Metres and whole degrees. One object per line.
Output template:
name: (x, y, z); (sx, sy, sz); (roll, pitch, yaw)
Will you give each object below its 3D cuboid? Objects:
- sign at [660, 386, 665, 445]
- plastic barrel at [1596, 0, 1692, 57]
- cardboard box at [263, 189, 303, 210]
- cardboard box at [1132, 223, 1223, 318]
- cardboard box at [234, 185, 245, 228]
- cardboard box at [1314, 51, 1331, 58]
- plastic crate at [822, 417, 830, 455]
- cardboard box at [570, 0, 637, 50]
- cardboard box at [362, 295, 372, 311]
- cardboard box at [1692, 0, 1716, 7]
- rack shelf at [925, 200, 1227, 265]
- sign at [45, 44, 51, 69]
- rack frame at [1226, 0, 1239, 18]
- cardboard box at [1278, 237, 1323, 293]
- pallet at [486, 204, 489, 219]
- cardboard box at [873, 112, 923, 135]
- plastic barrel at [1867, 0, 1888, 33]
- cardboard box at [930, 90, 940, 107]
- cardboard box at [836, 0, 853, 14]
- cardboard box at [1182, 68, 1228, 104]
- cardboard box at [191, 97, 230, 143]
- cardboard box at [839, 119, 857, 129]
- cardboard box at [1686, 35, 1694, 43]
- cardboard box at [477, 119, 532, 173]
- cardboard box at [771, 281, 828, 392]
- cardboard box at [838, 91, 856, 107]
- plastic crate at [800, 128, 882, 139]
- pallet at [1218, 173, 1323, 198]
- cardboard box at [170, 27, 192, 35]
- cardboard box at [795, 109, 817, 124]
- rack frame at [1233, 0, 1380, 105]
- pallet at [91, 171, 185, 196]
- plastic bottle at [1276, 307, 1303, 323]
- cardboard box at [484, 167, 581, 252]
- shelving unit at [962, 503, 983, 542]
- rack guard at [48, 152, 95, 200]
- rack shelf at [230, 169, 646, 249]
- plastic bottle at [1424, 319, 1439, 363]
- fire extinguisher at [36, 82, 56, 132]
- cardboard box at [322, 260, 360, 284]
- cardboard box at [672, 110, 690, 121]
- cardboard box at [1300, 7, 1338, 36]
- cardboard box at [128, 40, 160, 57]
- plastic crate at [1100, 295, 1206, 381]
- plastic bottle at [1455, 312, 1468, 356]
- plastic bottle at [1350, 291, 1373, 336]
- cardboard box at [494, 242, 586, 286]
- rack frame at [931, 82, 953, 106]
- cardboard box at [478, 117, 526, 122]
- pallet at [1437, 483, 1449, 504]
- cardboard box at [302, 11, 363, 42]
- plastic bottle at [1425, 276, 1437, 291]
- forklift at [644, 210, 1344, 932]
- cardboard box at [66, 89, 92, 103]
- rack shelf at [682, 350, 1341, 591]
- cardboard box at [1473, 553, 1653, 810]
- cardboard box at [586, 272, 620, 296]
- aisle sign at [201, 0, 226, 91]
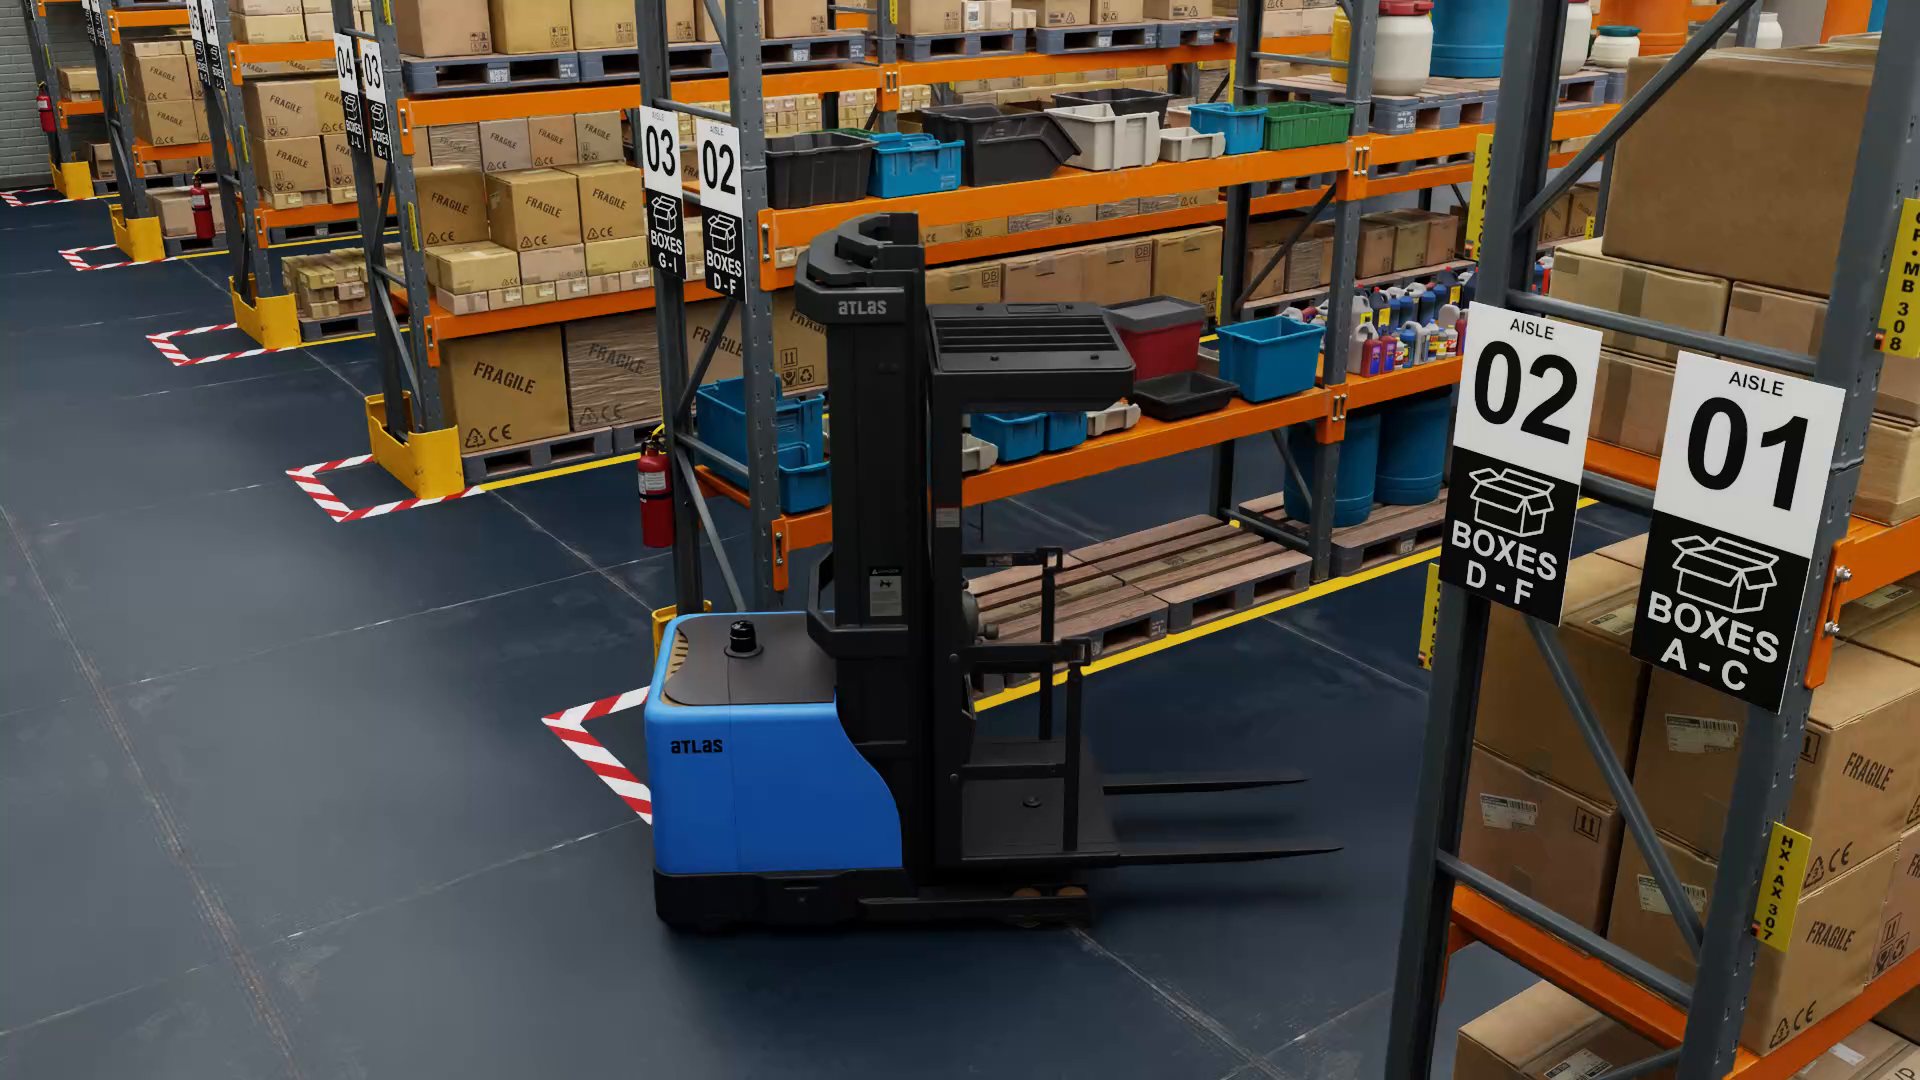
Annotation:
sign: (-1.543, -0.642, 8.738); (0.005, 0.325, 0.100); (-15, 26, -33)
plastic barrel: (4.823, -3.802, 11.683); (0.708, 0.830, 0.600); (-15, 26, -33)
cardboard box: (-6.461, -3.263, 15.866); (0.250, 0.149, 0.380); (-15, 26, -33)
cardboard box: (1.821, -2.691, 16.394); (0.875, 0.875, 1.225); (-16, 27, -35)
cardboard box: (-8.673, -4.255, 20.902); (0.875, 0.438, 0.875); (-14, 26, -31)
cardboard box: (4.822, -7.147, 23.601); (0.550, 0.550, 0.875); (-15, 26, -33)
plastic crate: (-0.652, -0.541, 8.979); (0.243, 0.136, 0.396); (-15, 26, -33)
cardboard box: (-2.792, -3.916, 12.280); (0.500, 0.500, 0.700); (-17, 27, -36)
cardboard box: (-5.941, -2.434, 16.728); (0.250, 0.149, 0.380); (-15, 26, -32)
cardboard box: (8.644, -6.500, 19.795); (0.500, 0.250, 0.500); (-14, 26, -32)
rack shelf: (0.769, -2.859, 15.485); (4.000, 0.370, 1.077); (-15, 26, -33)
sign: (-12.474, -6.607, 22.739); (0.005, 0.325, 0.100); (-15, 26, -33)
rack frame: (2.393, -6.413, 15.324); (0.127, 3.000, 1.000); (-15, 26, -33)
cardboard box: (3.368, -2.944, 17.507); (0.500, 0.500, 0.700); (-18, 28, -37)
pallet: (-6.059, -4.636, 22.730); (1.213, 0.211, 1.003); (-15, 26, -33)
cardboard box: (-0.340, -3.413, 14.415); (0.637, 0.503, 0.797); (-16, 27, -34)
plastic barrel: (7.185, -4.169, 13.074); (0.708, 0.901, 0.600); (-15, 26, -33)
cardboard box: (-0.213, -5.365, 20.659); (0.500, 0.500, 0.500); (-15, 26, -33)
cardboard box: (-1.543, -6.161, 18.606); (0.500, 0.500, 0.500); (-15, 26, -33)
cardboard box: (3.118, -6.159, 22.582); (0.550, 0.550, 0.875); (-15, 26, -33)
cardboard box: (-8.937, -5.058, 19.889); (0.500, 0.500, 0.500); (-15, 26, -34)
cardboard box: (-1.387, -4.753, 19.032); (0.250, 0.149, 0.380); (-16, 27, -35)
cardboard box: (8.585, -5.813, 20.032); (0.500, 0.500, 0.500); (-15, 26, -33)
cardboard box: (-4.723, -4.050, 16.962); (0.500, 0.500, 0.500); (-15, 26, -33)
cardboard box: (-1.437, -1.850, 14.285); (0.875, 0.875, 0.875); (-15, 26, -33)
cardboard box: (-1.383, -5.031, 18.927); (0.250, 0.149, 0.380); (-15, 26, -33)
plastic crate: (-0.575, -1.999, 8.596); (0.336, 0.188, 0.450); (-15, 26, -33)
pallet: (2.909, -3.723, 16.939); (1.003, 0.211, 1.213); (-15, 26, -33)
cardboard box: (-11.047, -7.127, 23.999); (0.500, 0.500, 0.500); (-14, 26, -32)
cardboard box: (-1.812, -4.777, 18.691); (0.250, 0.149, 0.380); (-16, 27, -34)
rack frame: (2.039, -4.057, 9.421); (0.127, 3.000, 1.000); (-15, 26, -33)
pallet: (-12.082, -5.262, 24.300); (1.213, 0.211, 1.003); (-15, 26, -33)
plastic bottle: (2.170, -1.395, 11.013); (0.135, 0.276, 0.152); (-15, 26, -33)
cardboard box: (-3.148, -2.442, 12.259); (0.500, 0.500, 0.500); (-16, 27, -34)
shelving unit: (0.012, -0.560, 11.182); (0.189, 1.200, 0.258); (-15, 26, -33)
rack guard: (-12.729, -5.224, 23.813); (0.348, 0.500, 1.175); (-15, 26, -33)
rack shelf: (-5.292, -3.507, 17.109); (4.000, 0.370, 1.077); (-15, 26, -33)
plastic bottle: (3.044, -1.292, 10.761); (0.097, 0.271, 0.097); (0, 22, 0)
fire extinguisher: (-12.640, -5.988, 22.964); (0.183, 0.674, 0.296); (-15, 26, -33)
cardboard box: (-6.138, -2.663, 16.500); (0.250, 0.149, 0.380); (-14, 26, -32)
cardboard box: (-3.080, -4.576, 17.786); (0.250, 0.149, 0.380); (-13, 25, -30)
cardboard box: (3.340, -5.086, 16.249); (0.500, 0.250, 0.500); (-14, 26, -32)
cardboard box: (-9.439, -5.682, 19.228); (0.250, 0.149, 0.380); (-14, 26, -32)
plastic crate: (1.167, -1.210, 10.214); (0.583, 0.464, 0.402); (-15, 26, -33)
plastic bottle: (3.306, -1.359, 10.913); (0.133, 0.283, 0.061); (-15, 26, -33)
plastic bottle: (2.678, -1.501, 11.178); (0.185, 0.351, 0.144); (-15, 26, -33)
cardboard box: (-3.136, -2.100, 12.413); (0.500, 0.250, 0.500); (-15, 26, -33)
rack frame: (-0.422, -5.140, 20.231); (0.127, 3.000, 1.000); (-15, 26, -33)
cardboard box: (-4.733, -4.520, 16.792); (0.500, 0.500, 0.500); (-14, 26, -31)
pallet: (3.680, -0.395, 12.102); (1.213, 0.211, 1.003); (-15, 26, -33)
cardboard box: (-5.972, -4.865, 15.696); (0.500, 0.250, 0.500); (-14, 26, -31)
plastic bottle: (3.334, -1.730, 11.842); (0.133, 0.283, 0.061); (-15, 26, -33)
forklift: (0.176, 0.120, 7.141); (3.031, 2.935, 1.130); (-1, 22, -3)
cardboard box: (-12.363, -6.240, 23.327); (0.250, 0.149, 0.380); (-15, 26, -33)
rack shelf: (0.415, -0.503, 9.581); (4.000, 0.370, 1.077); (-15, 26, -33)
cardboard box: (1.882, 0.397, 4.871); (0.500, 0.500, 0.500); (-15, 26, -33)
cardboard box: (-2.787, -1.978, 12.646); (0.250, 0.149, 0.380); (-16, 27, -34)
aisle sign: (-6.800, -4.510, 15.144); (0.004, 0.787, 0.394); (-15, 26, -33)
